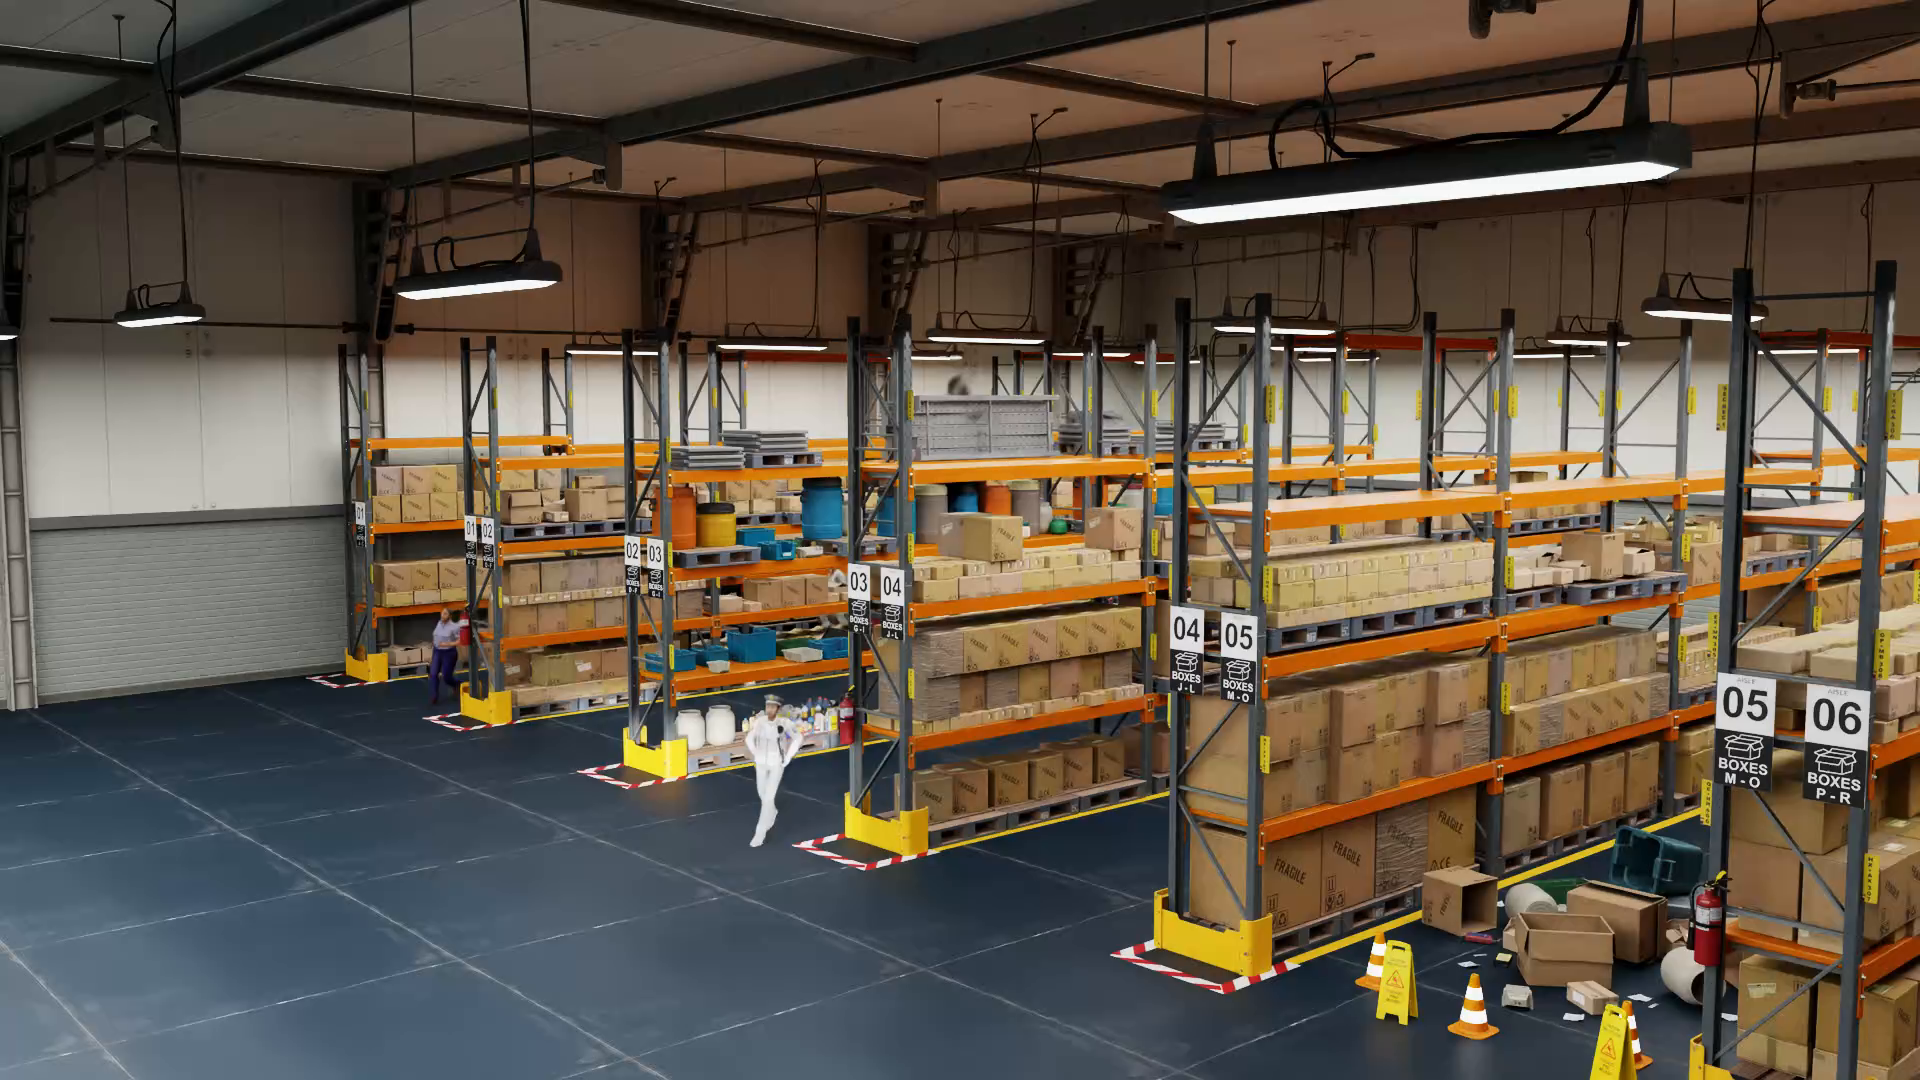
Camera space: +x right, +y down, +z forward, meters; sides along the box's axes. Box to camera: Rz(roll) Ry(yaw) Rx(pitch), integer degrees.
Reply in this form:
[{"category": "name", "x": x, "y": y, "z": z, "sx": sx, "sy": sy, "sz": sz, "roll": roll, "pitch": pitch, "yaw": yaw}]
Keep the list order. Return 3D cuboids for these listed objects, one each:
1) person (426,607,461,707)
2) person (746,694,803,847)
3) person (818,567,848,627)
[{"category": "person", "x": -8.457, "y": 1.923, "z": 27.512, "sx": 0.641, "sy": 1.647, "sz": 0.819, "roll": 2, "pitch": 5, "yaw": 21}, {"category": "person", "x": -2.162, "y": 2.605, "z": 19.187, "sx": 0.642, "sy": 1.713, "sz": 0.852, "roll": 2, "pitch": 5, "yaw": 16}, {"category": "person", "x": -2.514, "y": 1.249, "z": 34.002, "sx": 0.770, "sy": 1.826, "sz": 0.638, "roll": -5, "pitch": 7, "yaw": -43}]
